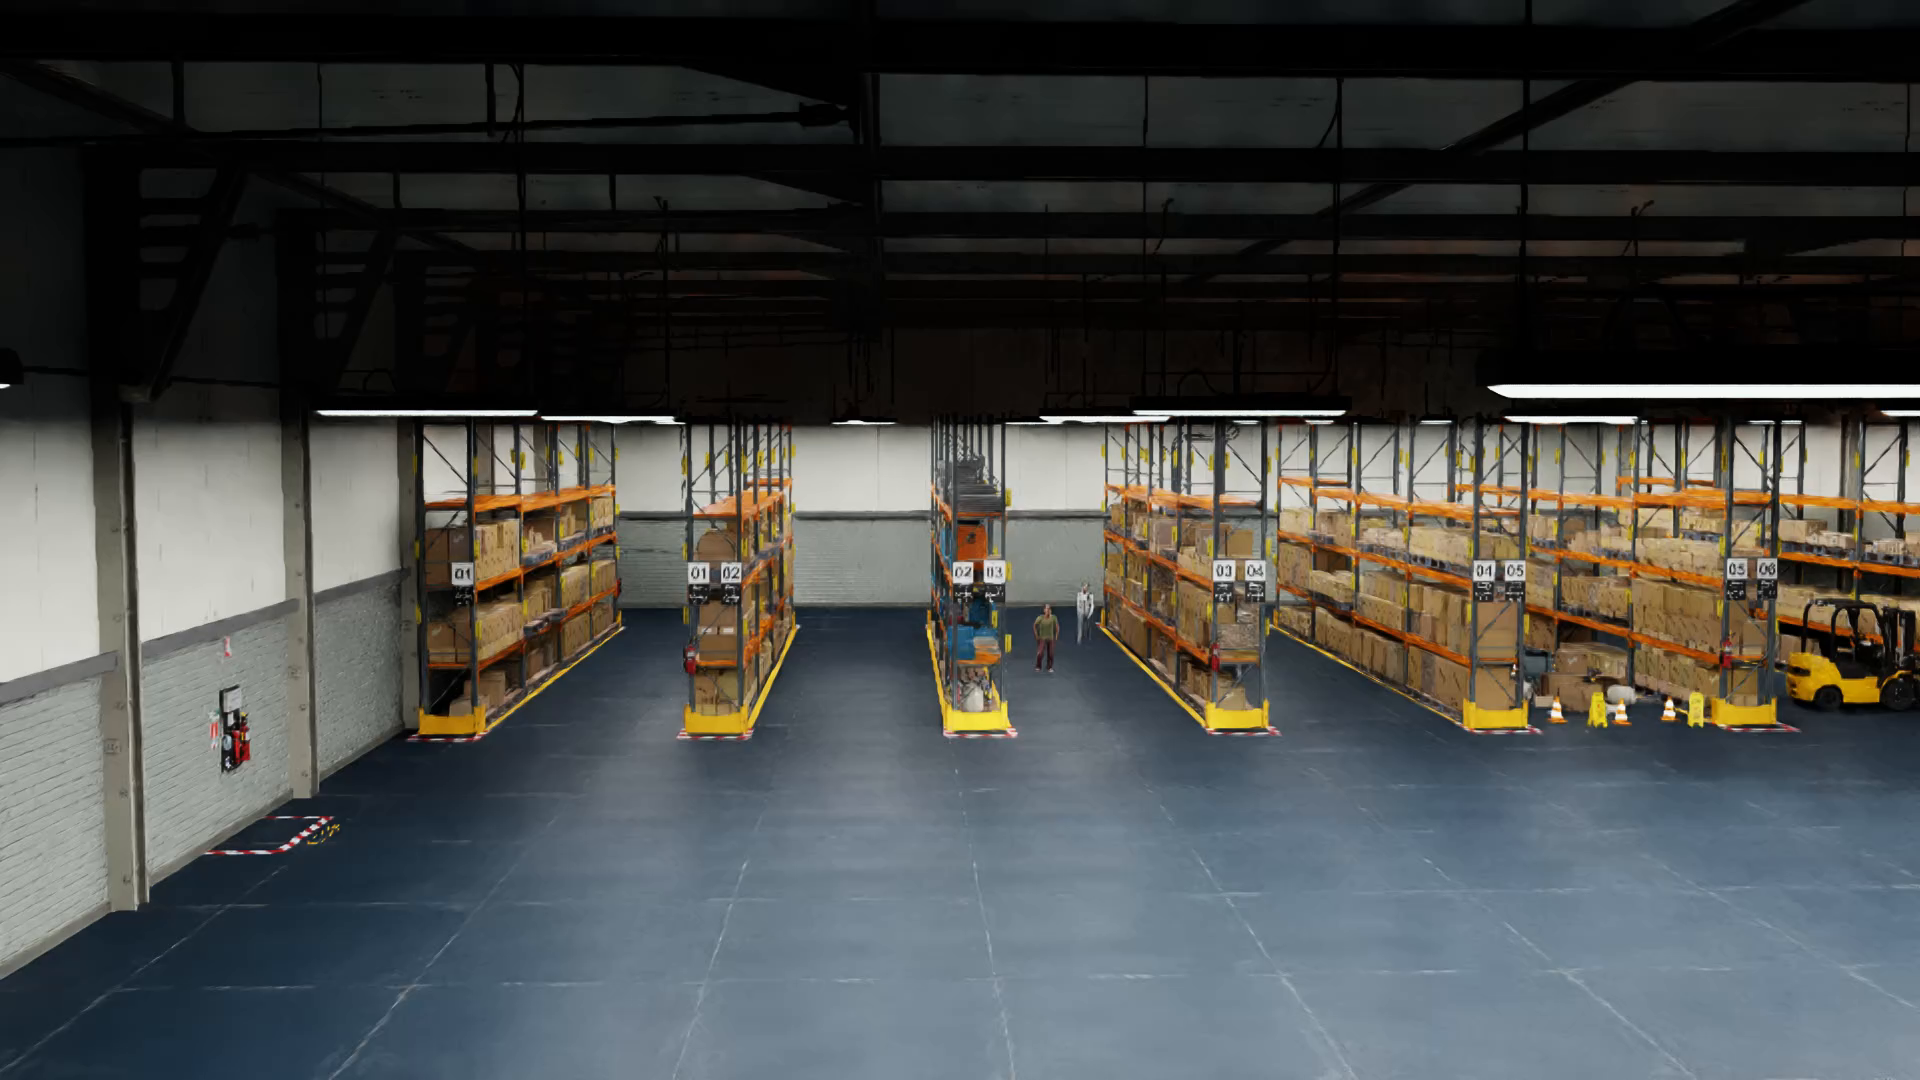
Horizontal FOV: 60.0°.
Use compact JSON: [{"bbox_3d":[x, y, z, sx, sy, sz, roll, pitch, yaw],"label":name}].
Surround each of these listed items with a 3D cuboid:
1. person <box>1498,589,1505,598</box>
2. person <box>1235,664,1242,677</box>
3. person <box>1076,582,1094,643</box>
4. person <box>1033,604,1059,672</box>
[{"bbox_3d":[13.232,2.070,40.644,0.591,1.744,0.668,1,4,21],"label":"person"},{"bbox_3d":[6.462,2.349,38.221,0.415,1.517,1.041,0,4,-5],"label":"person"},{"bbox_3d":[3.319,1.904,44.013,0.482,1.616,0.997,0,4,6],"label":"person"},{"bbox_3d":[2.009,2.282,38.785,0.598,1.619,0.507,0,4,-4],"label":"person"}]
